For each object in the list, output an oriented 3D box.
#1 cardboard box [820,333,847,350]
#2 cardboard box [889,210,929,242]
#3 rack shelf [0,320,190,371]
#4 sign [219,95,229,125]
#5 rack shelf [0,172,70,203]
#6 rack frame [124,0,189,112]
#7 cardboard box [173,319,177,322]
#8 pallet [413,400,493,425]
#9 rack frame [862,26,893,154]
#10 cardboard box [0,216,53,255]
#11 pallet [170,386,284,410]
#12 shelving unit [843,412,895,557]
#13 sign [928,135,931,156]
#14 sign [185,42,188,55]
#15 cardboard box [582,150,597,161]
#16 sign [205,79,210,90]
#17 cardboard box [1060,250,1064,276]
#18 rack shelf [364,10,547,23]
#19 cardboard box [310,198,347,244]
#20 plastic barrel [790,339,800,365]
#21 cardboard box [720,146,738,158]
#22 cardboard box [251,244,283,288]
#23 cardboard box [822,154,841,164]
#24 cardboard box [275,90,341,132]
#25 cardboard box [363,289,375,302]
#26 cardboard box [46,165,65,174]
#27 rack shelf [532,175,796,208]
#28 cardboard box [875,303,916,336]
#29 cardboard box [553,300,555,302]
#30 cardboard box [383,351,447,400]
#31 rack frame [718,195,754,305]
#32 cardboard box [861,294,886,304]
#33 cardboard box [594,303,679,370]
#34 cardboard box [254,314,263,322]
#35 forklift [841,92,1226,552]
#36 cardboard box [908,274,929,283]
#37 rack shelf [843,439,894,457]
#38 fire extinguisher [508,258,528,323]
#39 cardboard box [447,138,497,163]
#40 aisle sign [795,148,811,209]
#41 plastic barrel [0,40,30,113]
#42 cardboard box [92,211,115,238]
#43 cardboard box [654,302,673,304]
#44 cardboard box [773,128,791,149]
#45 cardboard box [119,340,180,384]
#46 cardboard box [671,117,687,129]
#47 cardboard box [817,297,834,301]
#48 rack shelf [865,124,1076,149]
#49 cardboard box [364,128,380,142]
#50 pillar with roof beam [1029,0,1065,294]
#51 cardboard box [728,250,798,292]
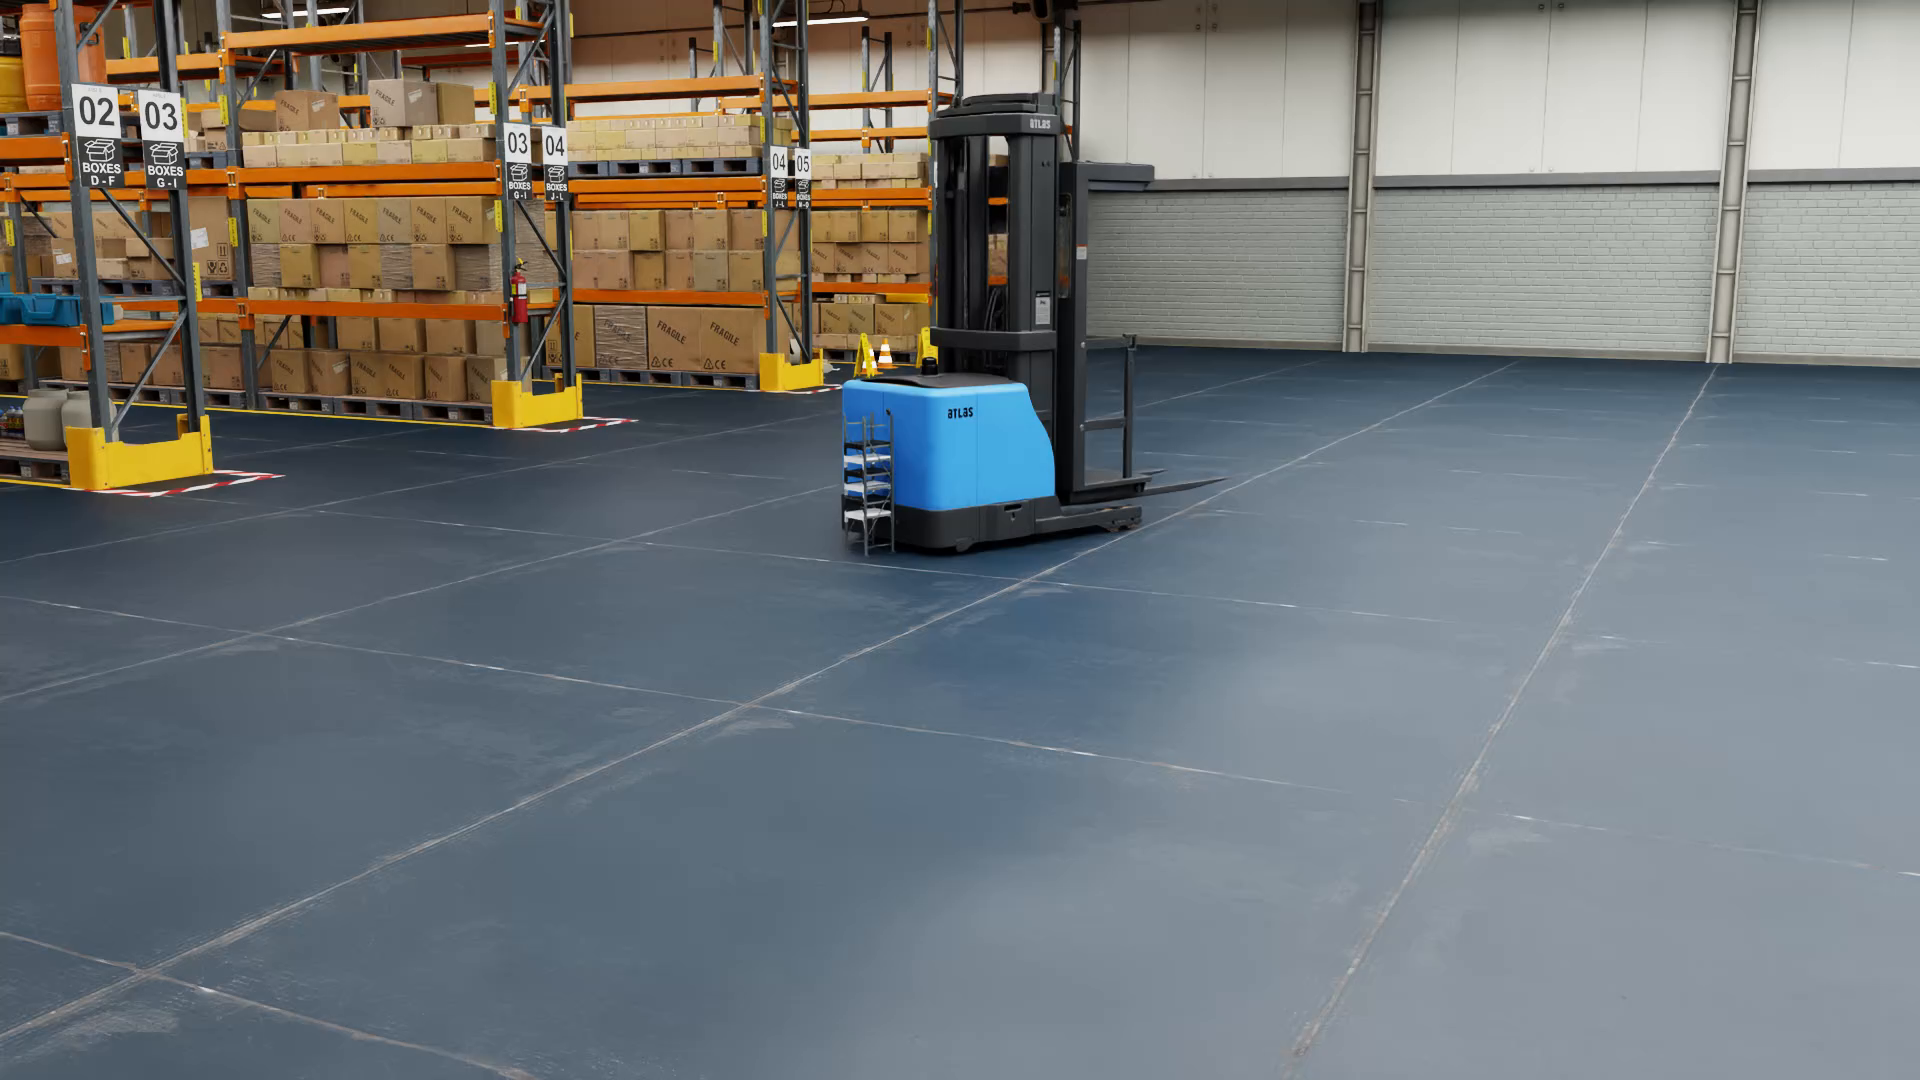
[{"bbox_3d":[-1.992,-3.315,27.664,0.500,0.250,0.500,5,11,24],"label":"cardboard box"},{"bbox_3d":[-0.770,-5.051,26.791,0.500,0.500,0.700,5,11,24],"label":"cardboard box"},{"bbox_3d":[-8.585,-1.788,14.705,4.000,0.370,1.077,5,11,26],"label":"rack shelf"},{"bbox_3d":[-8.430,-4.926,19.043,0.005,0.325,0.100,5,11,26],"label":"sign"},{"bbox_3d":[-13.568,-4.685,22.292,4.000,0.370,1.077,5,11,26],"label":"rack shelf"},{"bbox_3d":[-13.076,-7.457,27.165,0.127,3.000,1.000,5,11,26],"label":"rack frame"},{"bbox_3d":[-12.531,-3.381,27.328,0.500,0.500,0.500,6,12,28],"label":"cardboard box"},{"bbox_3d":[-5.381,-1.479,18.807,1.213,0.211,1.003,5,11,26],"label":"pallet"},{"bbox_3d":[-1.610,-8.418,32.475,0.127,3.000,1.000,5,11,26],"label":"rack frame"},{"bbox_3d":[-12.423,-4.009,21.859,0.637,0.503,0.797,5,12,28],"label":"cardboard box"},{"bbox_3d":[-8.886,-1.779,20.469,1.213,0.211,1.003,5,11,26],"label":"pallet"},{"bbox_3d":[-0.584,-0.359,10.686,0.258,0.900,0.210,-9,14,-40],"label":"shelving unit"},{"bbox_3d":[-0.479,-6.182,26.059,0.005,0.325,0.100,5,11,26],"label":"sign"},{"bbox_3d":[-12.836,-8.084,27.559,0.005,0.325,0.100,5,11,26],"label":"sign"},{"bbox_3d":[-5.045,-5.340,23.136,0.250,0.149,0.380,5,11,25],"label":"cardboard box"},{"bbox_3d":[-14.815,-9.020,32.734,0.005,0.325,0.100,5,11,26],"label":"sign"},{"bbox_3d":[1.656,-5.283,31.720,0.500,0.500,0.500,5,12,28],"label":"cardboard box"},{"bbox_3d":[-9.183,-9.379,30.474,4.000,0.370,1.077,5,11,26],"label":"rack shelf"},{"bbox_3d":[-6.999,-3.623,18.903,0.500,0.500,0.500,5,11,26],"label":"cardboard box"},{"bbox_3d":[-2.738,-3.011,26.679,0.512,0.421,0.421,-4,11,-23],"label":"plastic barrel"},{"bbox_3d":[-2.989,-5.160,22.139,0.250,0.149,0.380,5,11,26],"label":"cardboard box"},{"bbox_3d":[-7.811,-3.241,19.597,0.500,0.500,0.875,5,11,26],"label":"cardboard box"},{"bbox_3d":[-2.039,-6.198,27.095,0.250,0.149,0.380,5,12,27],"label":"cardboard box"},{"bbox_3d":[-7.671,-5.013,19.565,0.500,0.500,0.500,5,11,24],"label":"cardboard box"},{"bbox_3d":[-6.532,-2.773,18.836,0.250,0.149,0.380,5,11,26],"label":"cardboard box"},{"bbox_3d":[-11.006,-4.690,20.717,0.500,0.250,0.500,5,12,27],"label":"cardboard box"},{"bbox_3d":[-4.109,-4.839,23.142,4.000,0.370,1.077,5,11,26],"label":"rack shelf"},{"bbox_3d":[-1.049,-3.602,27.146,0.500,0.500,0.500,5,11,26],"label":"cardboard box"},{"bbox_3d":[-7.972,-4.217,30.895,0.875,0.875,0.875,5,11,25],"label":"cardboard box"},{"bbox_3d":[-6.257,-1.898,19.132,0.500,0.500,0.500,6,12,31],"label":"cardboard box"},{"bbox_3d":[-3.803,-4.673,28.628,0.127,3.000,1.000,5,11,26],"label":"rack frame"},{"bbox_3d":[-1.408,-3.939,27.188,0.250,0.149,0.380,5,12,27],"label":"cardboard box"},{"bbox_3d":[-4.559,-2.904,23.643,0.875,0.875,0.875,5,11,26],"label":"cardboard box"},{"bbox_3d":[-11.125,-3.628,26.587,0.500,0.250,0.500,5,12,27],"label":"cardboard box"},{"bbox_3d":[0.645,-1.558,11.609,3.031,2.935,1.130,-9,13,-40],"label":"forklift"},{"bbox_3d":[-0.645,-4.230,26.883,0.250,0.149,0.380,5,12,28],"label":"cardboard box"},{"bbox_3d":[-0.585,-0.592,10.643,0.258,0.077,0.200,-9,14,-40],"label":"rack shelf"},{"bbox_3d":[-4.702,-2.654,17.692,0.183,0.674,0.296,5,11,26],"label":"fire extinguisher"},{"bbox_3d":[-5.145,-4.175,17.873,0.500,0.250,0.500,5,12,27],"label":"cardboard box"},{"bbox_3d":[-2.119,-4.881,22.476,0.004,0.787,0.394,5,11,26],"label":"aisle sign"},{"bbox_3d":[-7.870,-3.829,13.833,0.600,0.588,0.600,0,10,0],"label":"plastic barrel"},{"bbox_3d":[-14.084,-5.226,27.761,0.500,0.500,0.500,5,11,24],"label":"cardboard box"},{"bbox_3d":[-6.115,-4.798,35.158,0.500,0.500,0.500,5,11,25],"label":"cardboard box"},{"bbox_3d":[-2.634,-5.443,22.584,0.500,0.250,0.500,5,11,26],"label":"cardboard box"},{"bbox_3d":[-10.150,-2.257,21.063,0.500,0.500,0.700,6,12,31],"label":"cardboard box"},{"bbox_3d":[-3.677,-5.612,22.402,0.250,0.149,0.380,5,11,26],"label":"cardboard box"},{"bbox_3d":[-2.775,-4.606,33.746,0.625,0.625,0.875,5,11,25],"label":"cardboard box"},{"bbox_3d":[0.184,-7.710,31.704,4.000,0.370,1.077,5,11,26],"label":"rack shelf"},{"bbox_3d":[-6.376,-4.478,18.431,0.250,0.149,0.380,4,11,23],"label":"cardboard box"},{"bbox_3d":[-0.153,-7.614,28.033,0.548,9.000,9.100,5,11,26],"label":"pillar with roof beam"},{"bbox_3d":[-2.668,-3.655,22.582,0.550,0.550,0.875,5,11,26],"label":"cardboard box"}]
